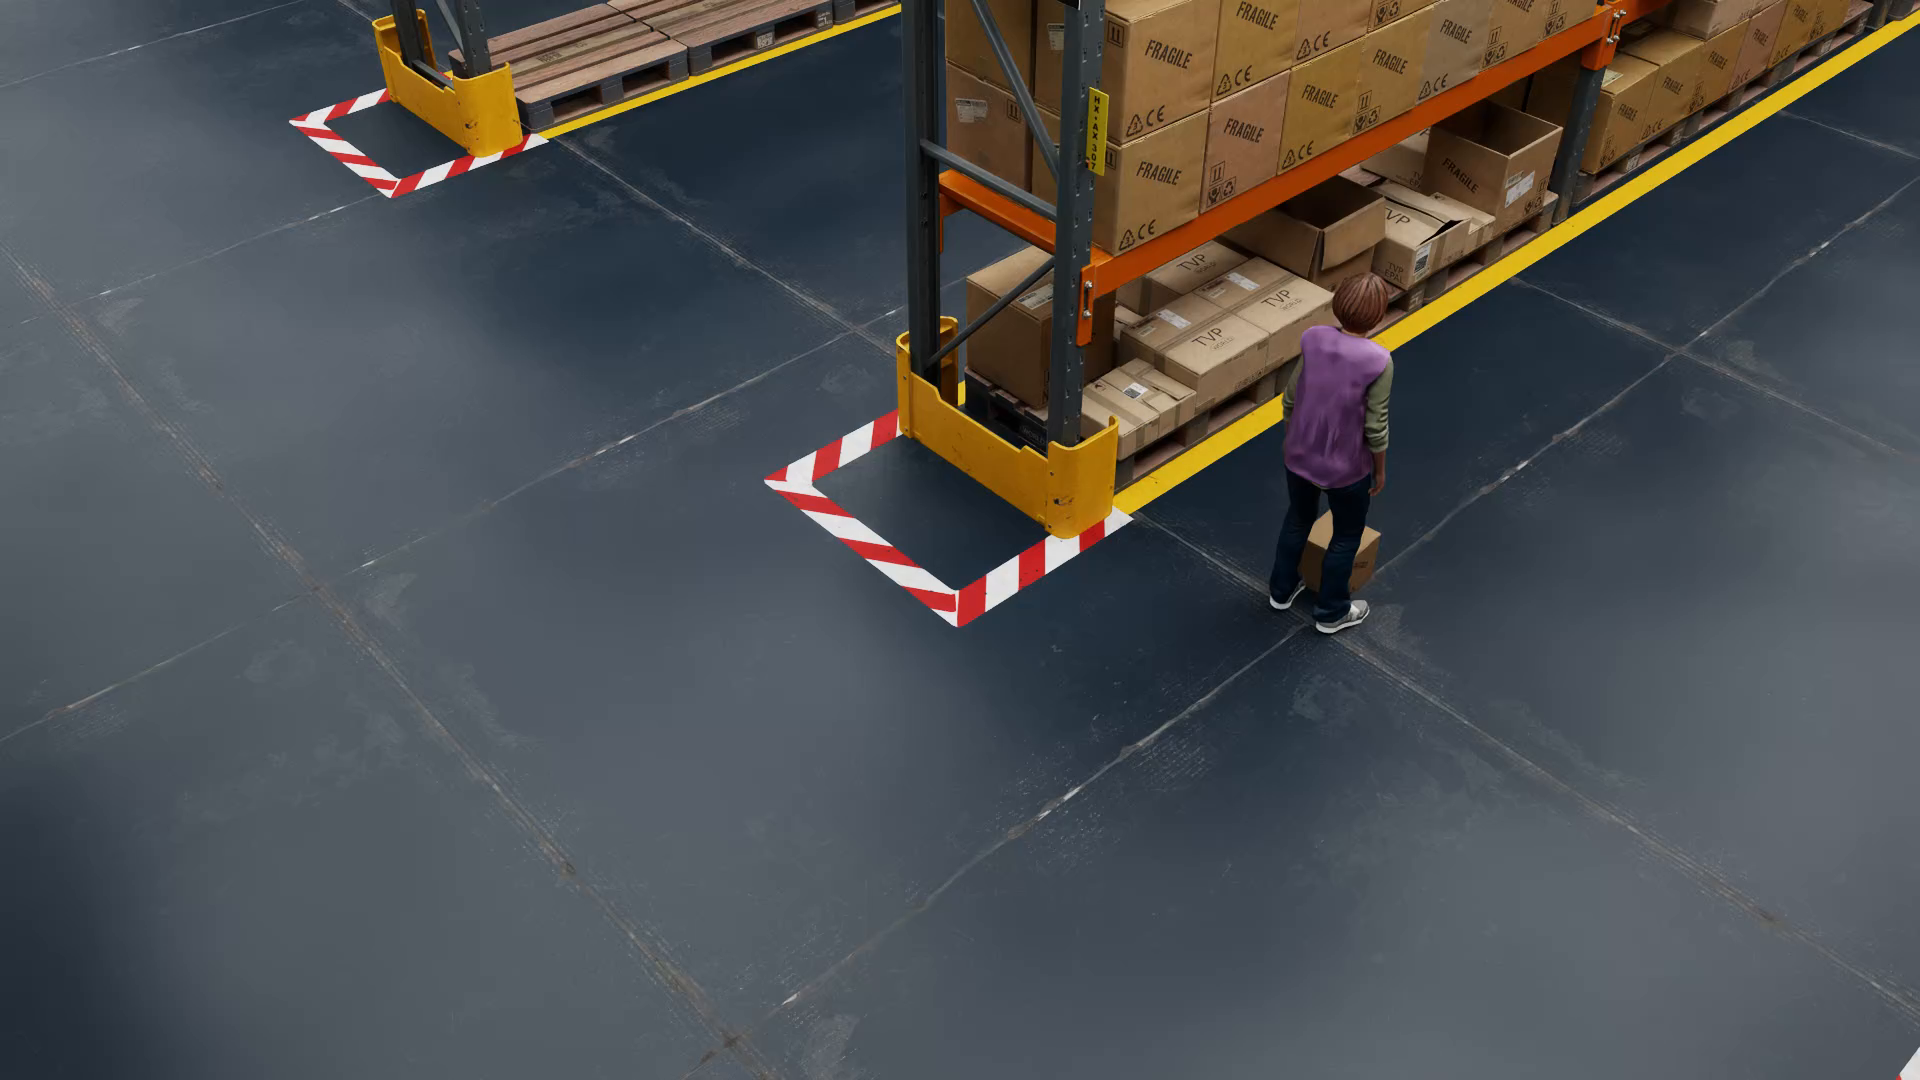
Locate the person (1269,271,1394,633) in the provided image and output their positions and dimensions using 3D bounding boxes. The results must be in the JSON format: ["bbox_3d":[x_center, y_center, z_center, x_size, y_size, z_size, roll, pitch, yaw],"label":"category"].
[{"bbox_3d":[1.460,-0.318,6.539,0.468,1.592,0.346,30,49,30],"label":"person"}]
